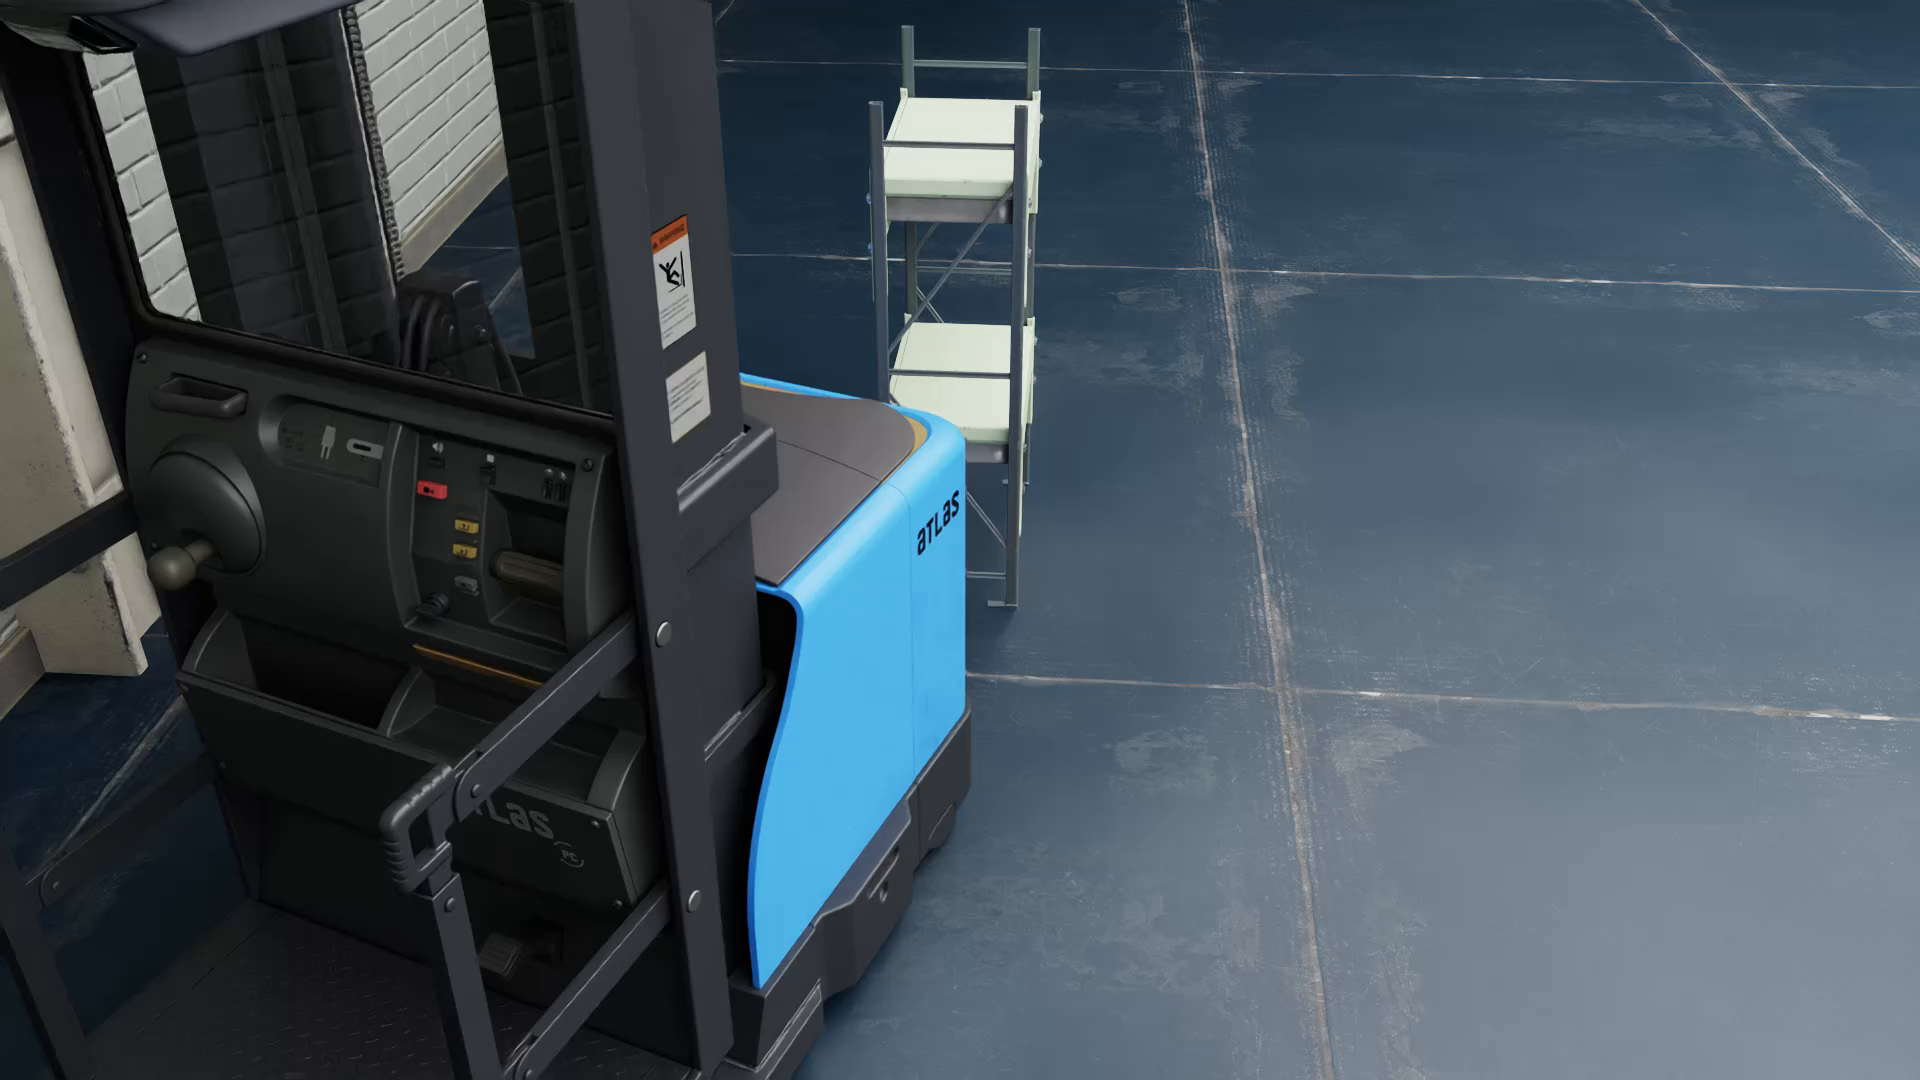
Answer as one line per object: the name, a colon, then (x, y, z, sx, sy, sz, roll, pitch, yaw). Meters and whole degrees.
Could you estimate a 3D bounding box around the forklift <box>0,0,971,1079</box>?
forklift: (-1.041, -0.001, 2.459, 1.130, 2.935, 3.031, 13, 34, 21)

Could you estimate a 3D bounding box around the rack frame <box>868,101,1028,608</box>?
rack frame: (-0.029, -0.451, 4.552, 0.400, 1.500, 0.023, 2, 32, 4)

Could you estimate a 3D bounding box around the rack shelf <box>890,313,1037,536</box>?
rack shelf: (0.001, -0.364, 5.033, 0.431, 0.370, 0.720, 2, 32, 4)

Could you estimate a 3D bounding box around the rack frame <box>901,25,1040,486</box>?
rack frame: (0.030, -0.833, 5.173, 0.400, 1.500, 0.023, 2, 32, 4)

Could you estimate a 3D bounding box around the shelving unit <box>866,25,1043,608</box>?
shelving unit: (0.001, -0.642, 4.862, 0.431, 1.500, 0.755, 2, 32, 4)

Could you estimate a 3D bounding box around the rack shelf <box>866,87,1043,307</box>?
rack shelf: (0.001, -0.974, 4.657, 0.431, 0.370, 0.720, 2, 32, 4)

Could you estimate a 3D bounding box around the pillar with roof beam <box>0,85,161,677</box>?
pillar with roof beam: (1.866, -3.377, 2.153, 9.100, 9.000, 0.400, 2, 32, 4)
